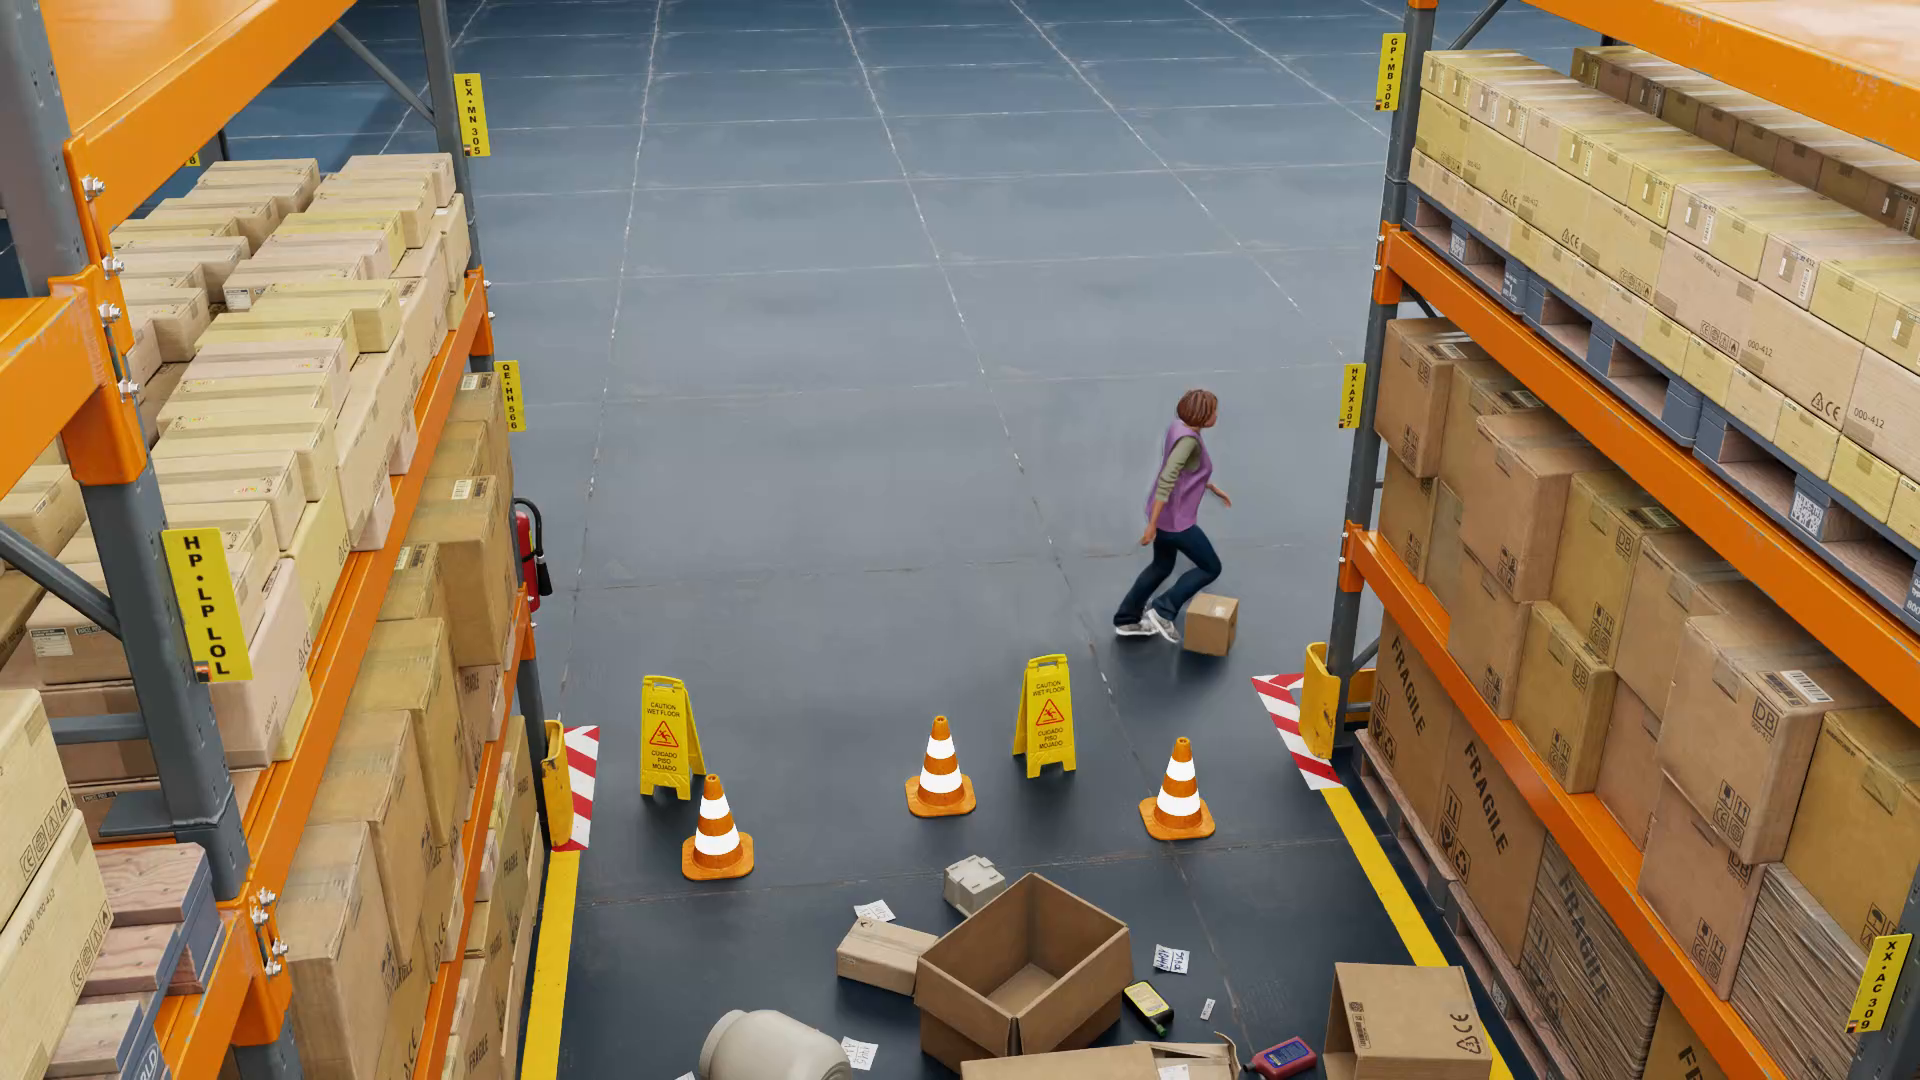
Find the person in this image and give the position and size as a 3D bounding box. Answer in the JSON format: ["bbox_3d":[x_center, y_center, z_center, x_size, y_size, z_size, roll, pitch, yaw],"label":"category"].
[{"bbox_3d":[1.230,-0.121,9.363,0.674,1.550,0.578,-2,28,-4],"label":"person"}]
